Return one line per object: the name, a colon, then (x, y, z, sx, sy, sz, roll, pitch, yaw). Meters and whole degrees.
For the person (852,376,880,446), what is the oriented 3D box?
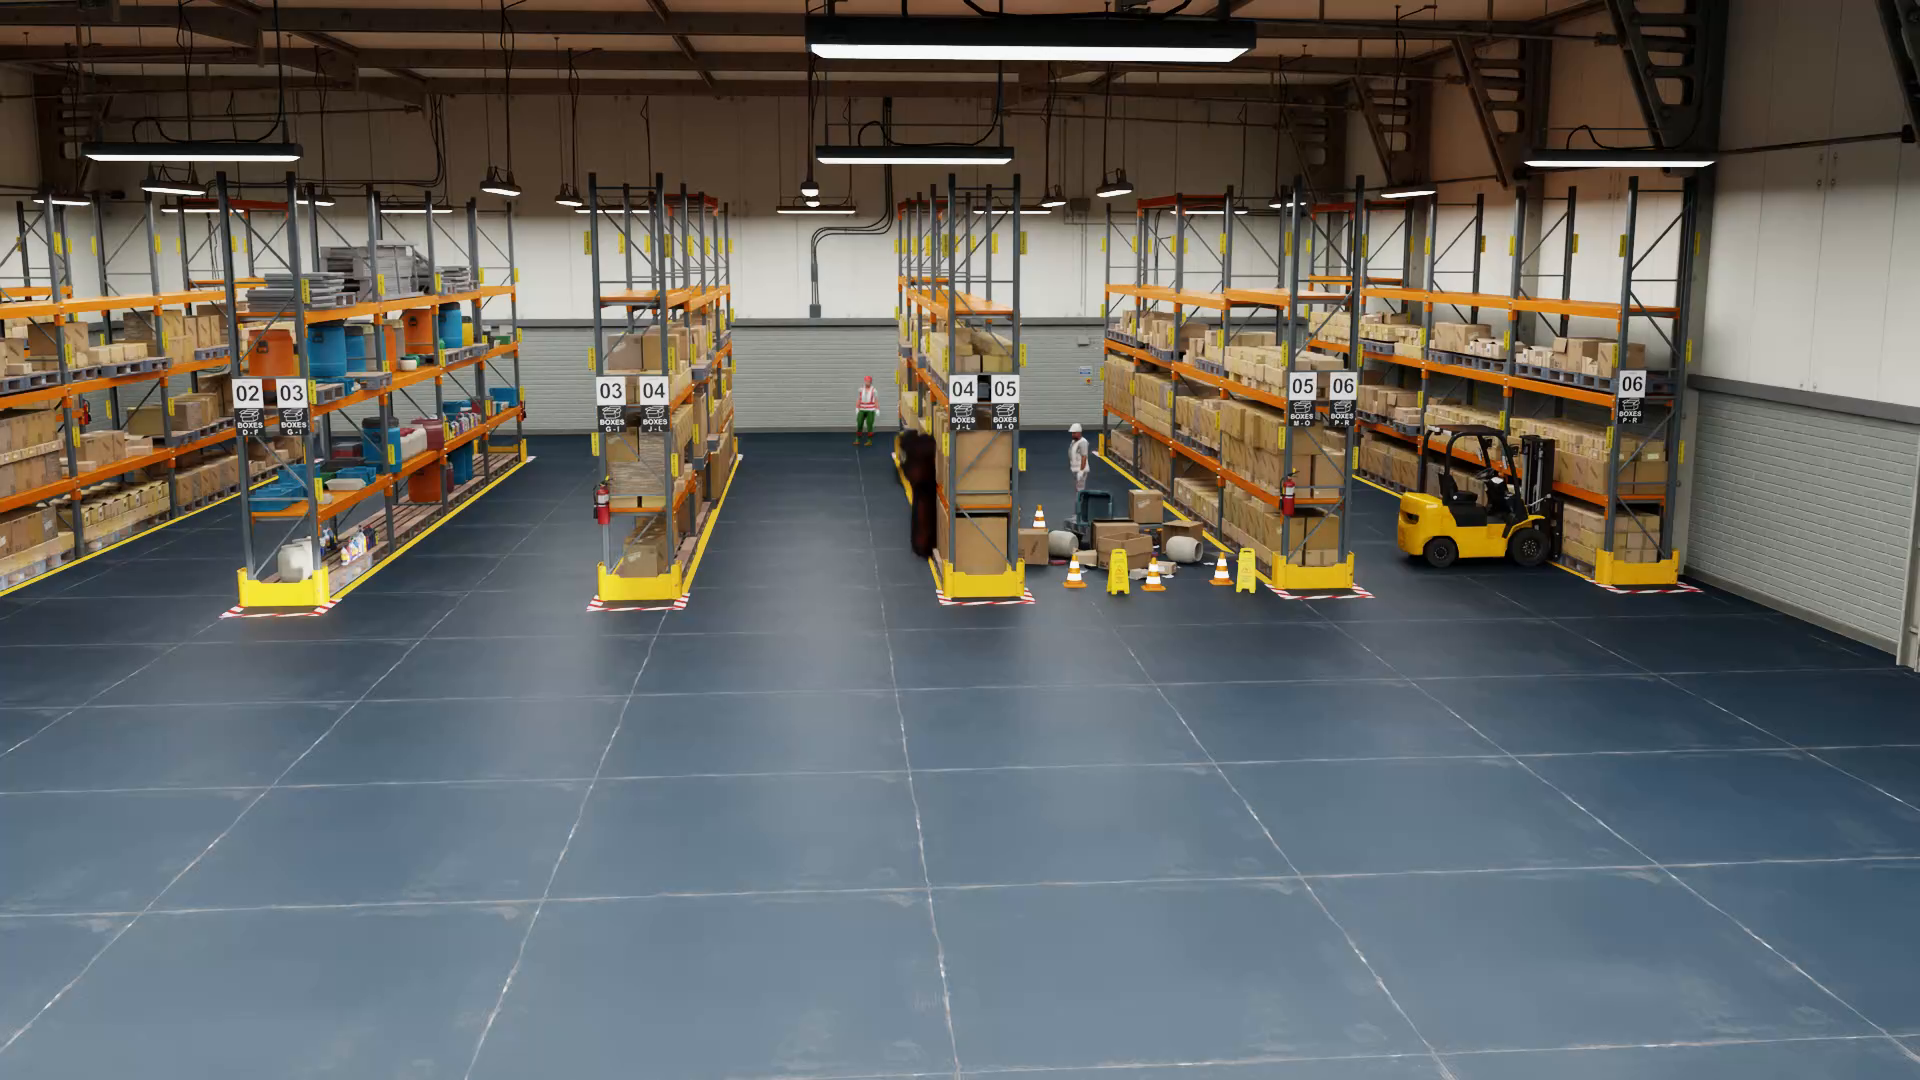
person: (-2.379, -3.269, 42.149, 0.658, 1.784, 0.438, 5, 11, 25)

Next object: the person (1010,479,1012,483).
person: (1.013, -2.040, 35.684, 0.353, 1.621, 0.471, -2, 10, -11)

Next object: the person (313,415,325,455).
person: (-15.450, -2.873, 39.854, 0.854, 1.759, 0.754, -1, 10, -6)

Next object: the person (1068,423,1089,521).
person: (2.179, -1.258, 30.622, 0.393, 1.785, 0.570, -1, 10, -3)
